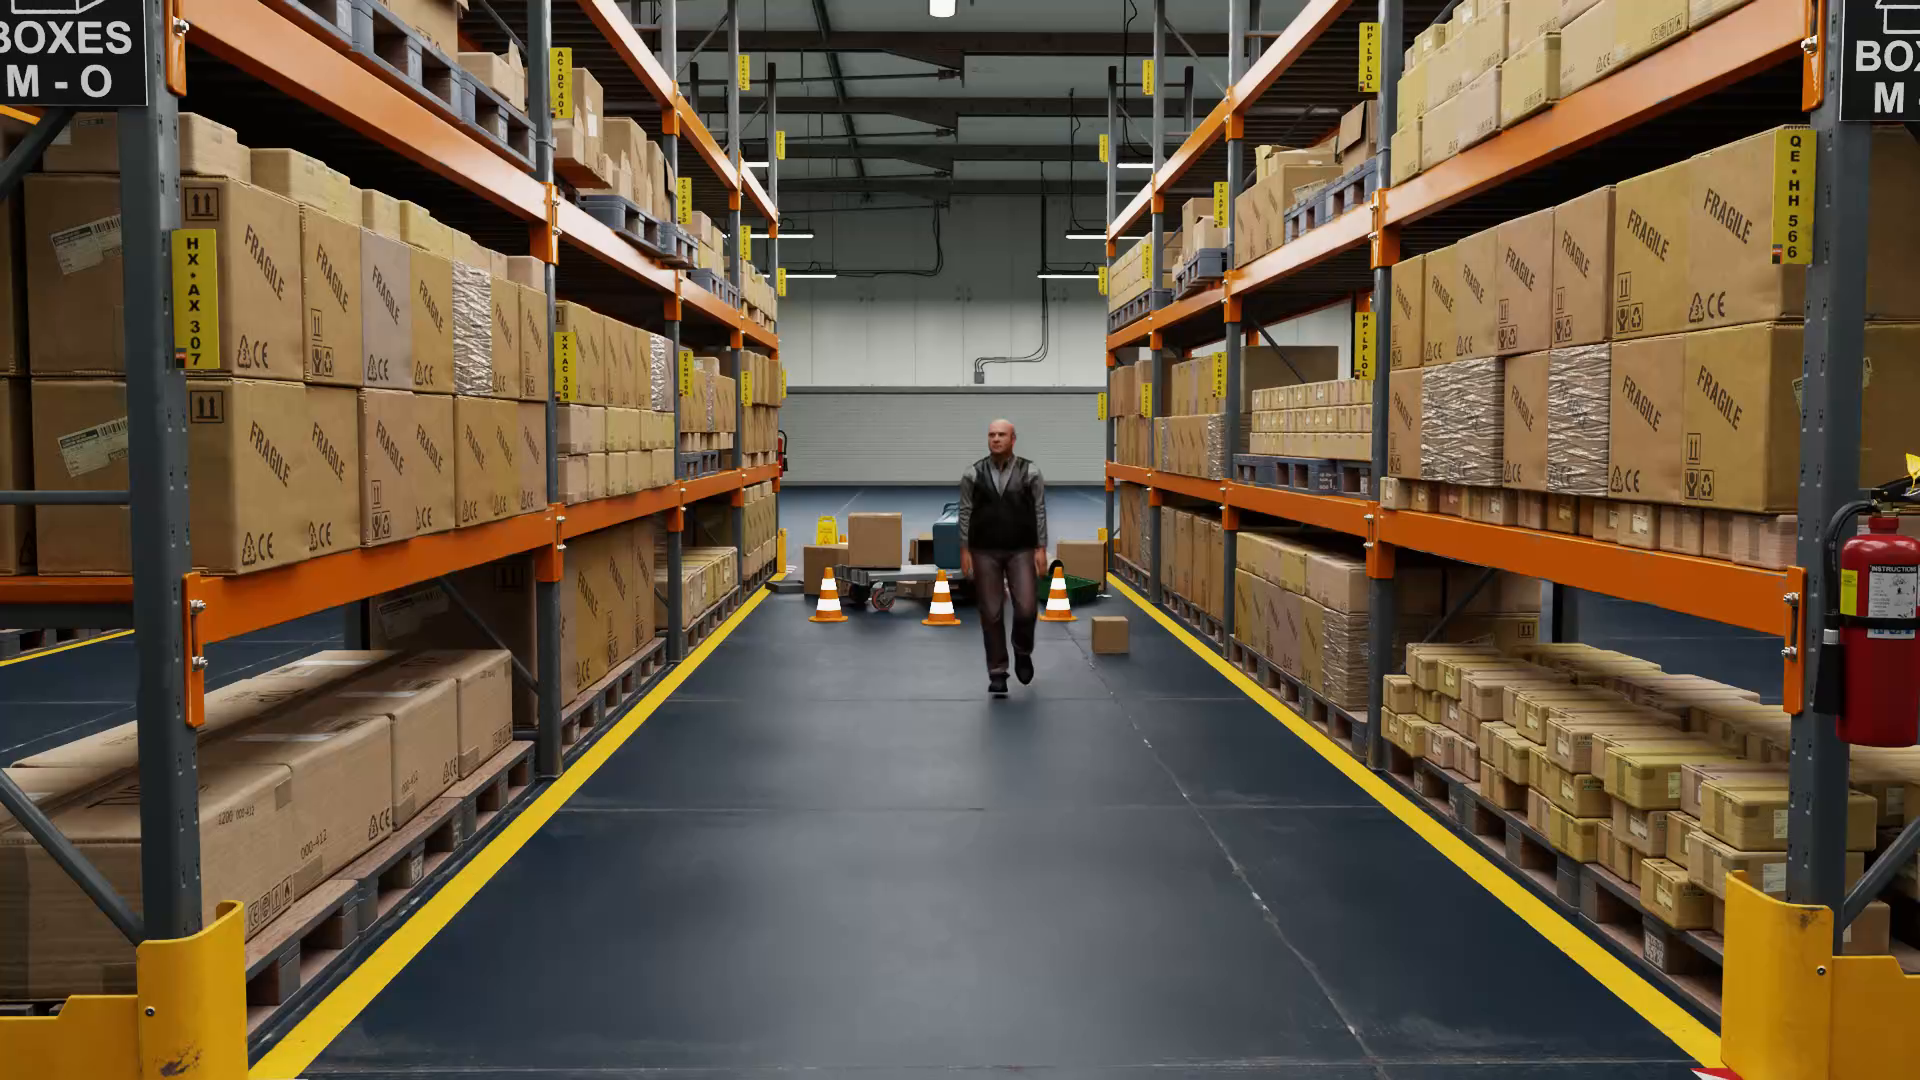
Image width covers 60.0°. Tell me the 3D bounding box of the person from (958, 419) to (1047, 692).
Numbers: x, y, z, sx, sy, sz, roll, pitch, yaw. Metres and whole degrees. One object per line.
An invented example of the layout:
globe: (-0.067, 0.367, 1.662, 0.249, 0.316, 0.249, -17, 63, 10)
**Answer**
person: (0.265, 0.095, 10.519, 0.570, 1.714, 0.492, 0, 4, 7)
